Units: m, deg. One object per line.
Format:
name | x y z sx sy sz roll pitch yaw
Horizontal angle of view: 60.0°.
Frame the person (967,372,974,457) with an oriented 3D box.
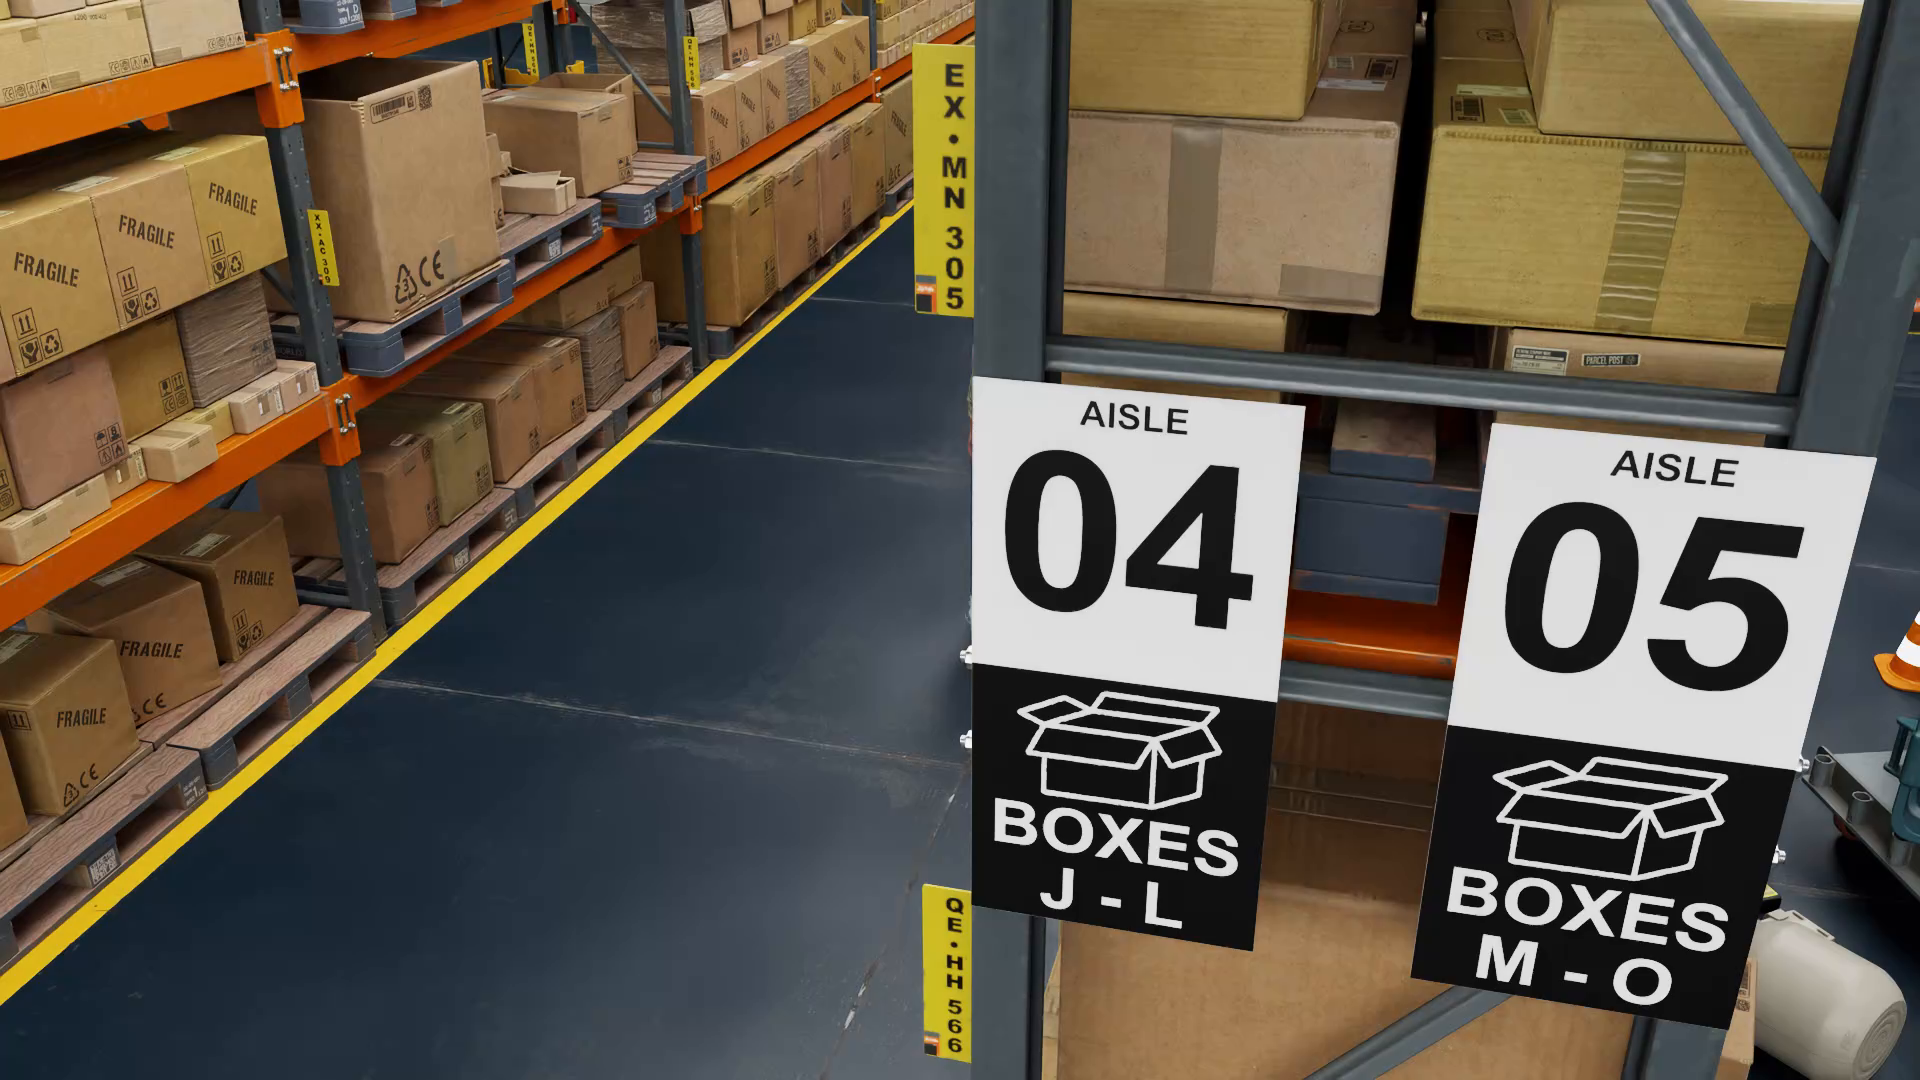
person | 0.273 -0.518 8.192 0.458 1.550 0.701 6 26 12
